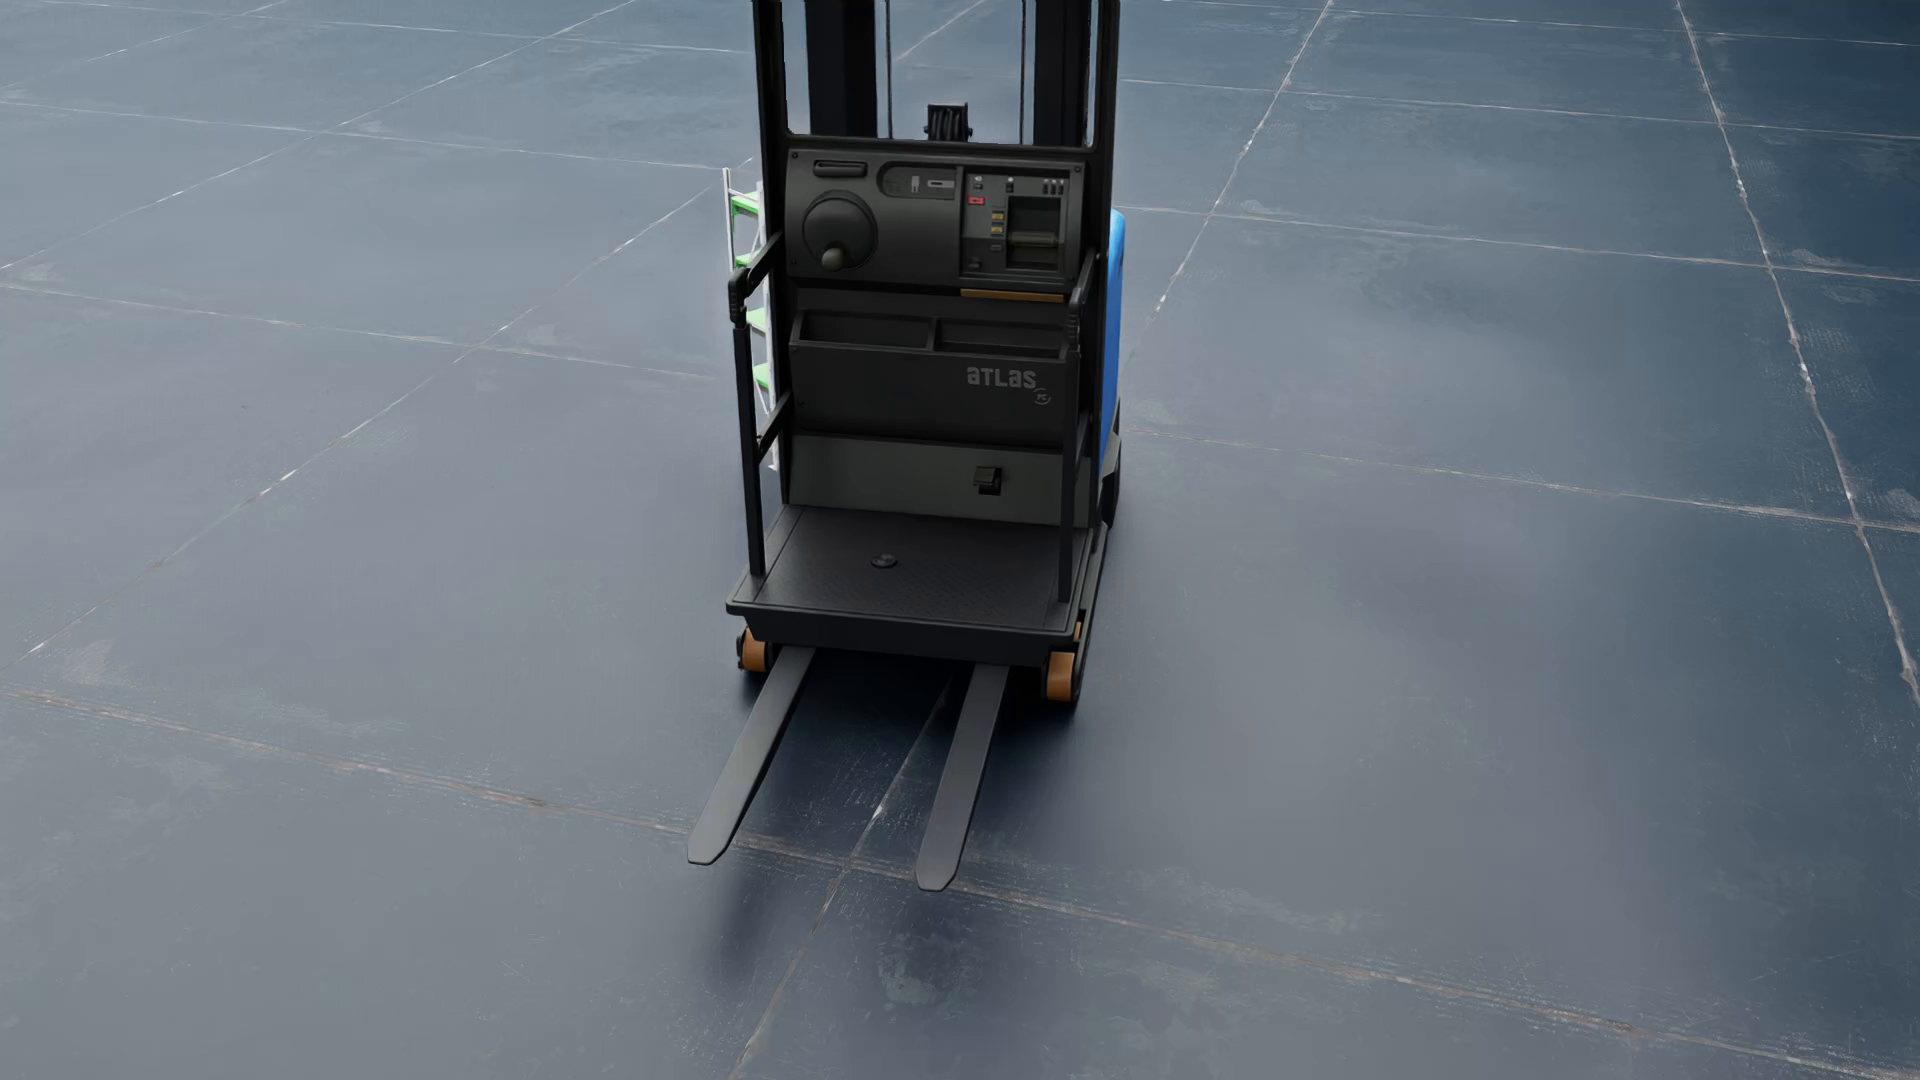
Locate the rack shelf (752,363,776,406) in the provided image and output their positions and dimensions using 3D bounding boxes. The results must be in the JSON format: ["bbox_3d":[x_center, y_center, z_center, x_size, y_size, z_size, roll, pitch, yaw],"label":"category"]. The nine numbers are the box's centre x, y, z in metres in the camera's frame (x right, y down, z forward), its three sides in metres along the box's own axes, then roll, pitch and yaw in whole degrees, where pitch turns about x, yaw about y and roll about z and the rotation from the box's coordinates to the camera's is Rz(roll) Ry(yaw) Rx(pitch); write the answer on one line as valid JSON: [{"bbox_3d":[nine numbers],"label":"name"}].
[{"bbox_3d":[-0.635,-0.660,6.827,0.480,0.148,0.258,-23,37,-36],"label":"rack shelf"}]

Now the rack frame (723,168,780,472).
[{"bbox_3d":[-0.816,-0.847,6.537,0.015,1.200,0.240,-23,37,-36],"label":"rack frame"}]

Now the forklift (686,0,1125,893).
[{"bbox_3d":[-0.117,-0.952,4.946,1.130,2.935,3.031,5,29,9],"label":"forklift"}]

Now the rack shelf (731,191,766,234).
[{"bbox_3d":[-0.634,-1.289,6.477,0.480,0.148,0.258,-23,37,-36],"label":"rack shelf"}]

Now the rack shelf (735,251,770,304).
[{"bbox_3d":[-0.634,-1.080,6.593,0.480,0.148,0.258,-23,37,-36],"label":"rack shelf"}]

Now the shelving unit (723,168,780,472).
[{"bbox_3d":[-0.634,-0.926,6.679,0.503,1.200,0.258,-23,37,-36],"label":"shelving unit"}]

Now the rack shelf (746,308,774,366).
[{"bbox_3d":[-0.634,-0.870,6.710,0.480,0.148,0.258,-23,37,-36],"label":"rack shelf"}]
